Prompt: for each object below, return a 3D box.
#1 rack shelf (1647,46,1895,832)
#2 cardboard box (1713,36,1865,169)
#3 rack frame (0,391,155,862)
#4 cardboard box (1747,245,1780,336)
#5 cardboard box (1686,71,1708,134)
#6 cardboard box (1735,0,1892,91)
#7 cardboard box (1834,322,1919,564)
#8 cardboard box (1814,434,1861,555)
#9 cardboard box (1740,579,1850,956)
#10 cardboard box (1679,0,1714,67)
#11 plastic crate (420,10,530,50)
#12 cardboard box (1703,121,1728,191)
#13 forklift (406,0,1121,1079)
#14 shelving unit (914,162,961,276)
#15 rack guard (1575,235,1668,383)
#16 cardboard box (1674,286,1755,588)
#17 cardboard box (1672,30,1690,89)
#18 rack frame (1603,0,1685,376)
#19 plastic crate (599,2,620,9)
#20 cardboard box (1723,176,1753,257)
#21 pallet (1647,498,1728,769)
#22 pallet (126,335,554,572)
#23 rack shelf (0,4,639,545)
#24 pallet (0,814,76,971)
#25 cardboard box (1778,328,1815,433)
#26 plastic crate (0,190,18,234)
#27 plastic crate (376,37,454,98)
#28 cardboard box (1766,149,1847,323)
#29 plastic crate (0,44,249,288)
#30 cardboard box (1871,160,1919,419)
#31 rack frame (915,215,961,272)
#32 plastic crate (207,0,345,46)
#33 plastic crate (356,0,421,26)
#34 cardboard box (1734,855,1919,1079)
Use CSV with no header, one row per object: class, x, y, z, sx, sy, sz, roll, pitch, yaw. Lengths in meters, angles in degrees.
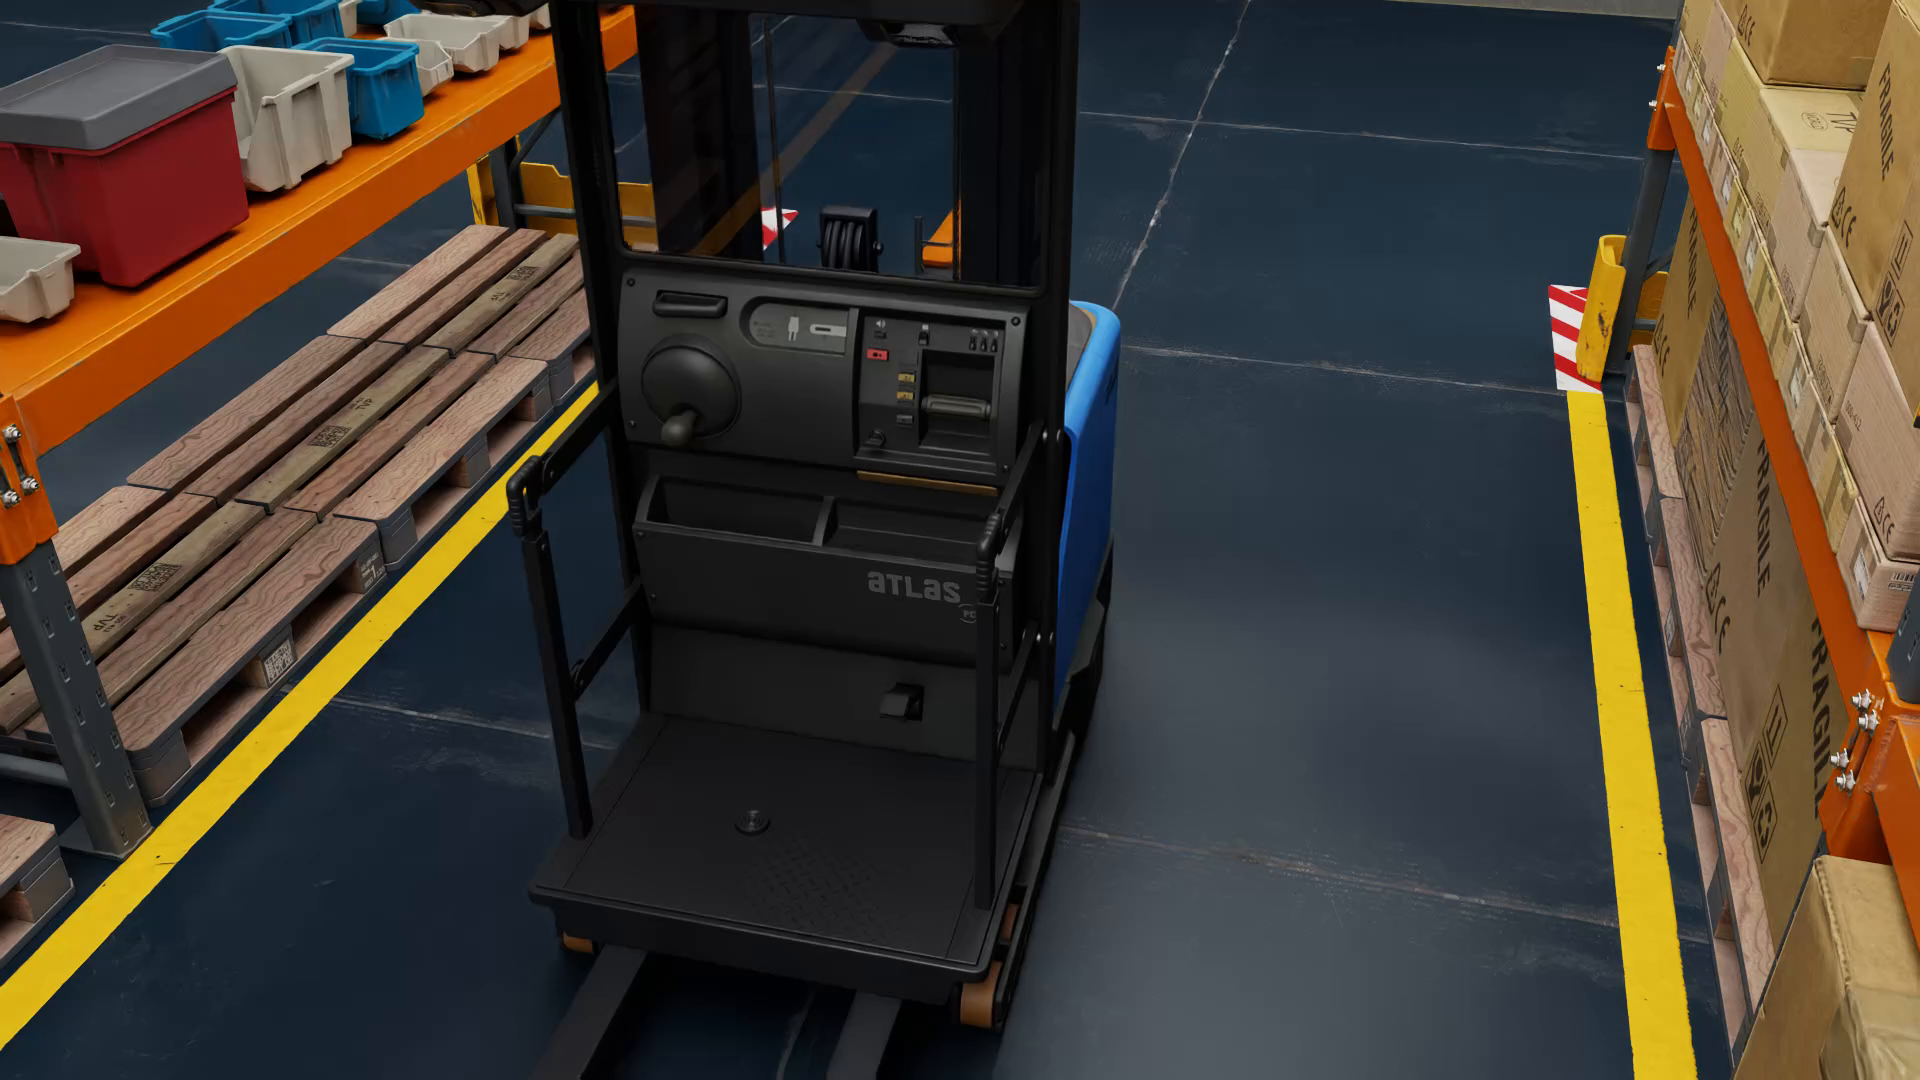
rack shelf,2.616,-0.572,4.525,1.077,0.370,4.000,8,33,12
cardboard box,2.484,-1.233,4.755,0.500,0.250,0.500,7,33,11
rack frame,-2.682,-0.512,3.760,1.000,3.000,0.127,8,33,12
cardboard box,2.195,-0.602,4.135,0.380,0.149,0.250,7,33,12
cardboard box,2.586,-1.402,5.394,0.380,0.149,0.250,7,33,11
cardboard box,2.488,-1.551,4.557,0.500,0.500,0.500,7,33,11
cardboard box,1.967,-0.165,3.076,0.500,0.250,0.500,7,33,11
cardboard box,1.934,-0.069,3.296,0.380,0.149,0.250,9,33,13
cardboard box,2.354,0.550,3.678,0.875,0.875,0.875,8,33,12
cardboard box,2.741,-1.763,5.591,0.500,0.250,0.500,7,33,11
plastic crate,-1.786,-1.906,6.142,0.396,0.136,0.243,8,33,12
cardboard box,2.456,-1.135,4.973,0.380,0.149,0.250,7,33,11
forklift,-0.363,-0.311,3.507,1.130,2.935,3.031,7,33,11
shelving unit,0.042,-0.592,5.563,0.258,1.200,0.503,8,33,12
rack guard,3.130,-0.871,6.654,1.175,0.500,0.348,8,33,12
cardboard box,2.808,-0.379,5.139,0.875,0.875,0.875,8,33,12
cardboard box,2.714,-1.668,5.812,0.380,0.149,0.250,8,33,13
rack frame,3.124,-1.914,5.964,1.000,3.000,0.127,8,33,12
plastic crate,-1.571,-2.429,6.686,0.616,0.435,0.499,8,33,12
cardboard box,2.325,-0.870,4.557,0.380,0.149,0.250,7,33,11
pallet,2.685,0.320,5.050,1.003,0.211,1.213,8,33,12
pallet,-2.225,-0.357,6.115,1.003,0.211,1.213,8,33,12
rack shelf,-2.175,-1.246,5.585,1.077,0.370,4.000,8,33,12
pallet,-2.918,1.059,3.887,1.003,0.211,1.213,8,33,12
cardboard box,2.065,-0.335,3.715,0.380,0.149,0.250,9,33,13
plastic crate,-2.658,-1.039,4.789,0.437,0.125,0.590,8,33,12
plastic crate,-1.891,-1.602,5.663,0.298,0.136,0.250,8,33,12
cardboard box,2.225,-0.699,3.916,0.500,0.250,0.500,9,33,13
plastic crate,-2.213,-0.994,4.402,0.402,0.464,0.583,8,33,12
cardboard box,1.967,-0.492,2.891,0.500,0.500,0.500,9,34,14
rack frame,-0.020,-0.466,5.364,0.240,1.200,0.015,8,33,12
plastic crate,-2.382,-1.776,5.848,0.416,0.233,0.300,8,33,12
plastic crate,-2.215,-2.118,6.385,0.416,0.233,0.300,8,33,12
cardboard box,1.966,1.216,2.630,1.225,0.875,0.875,8,33,13
